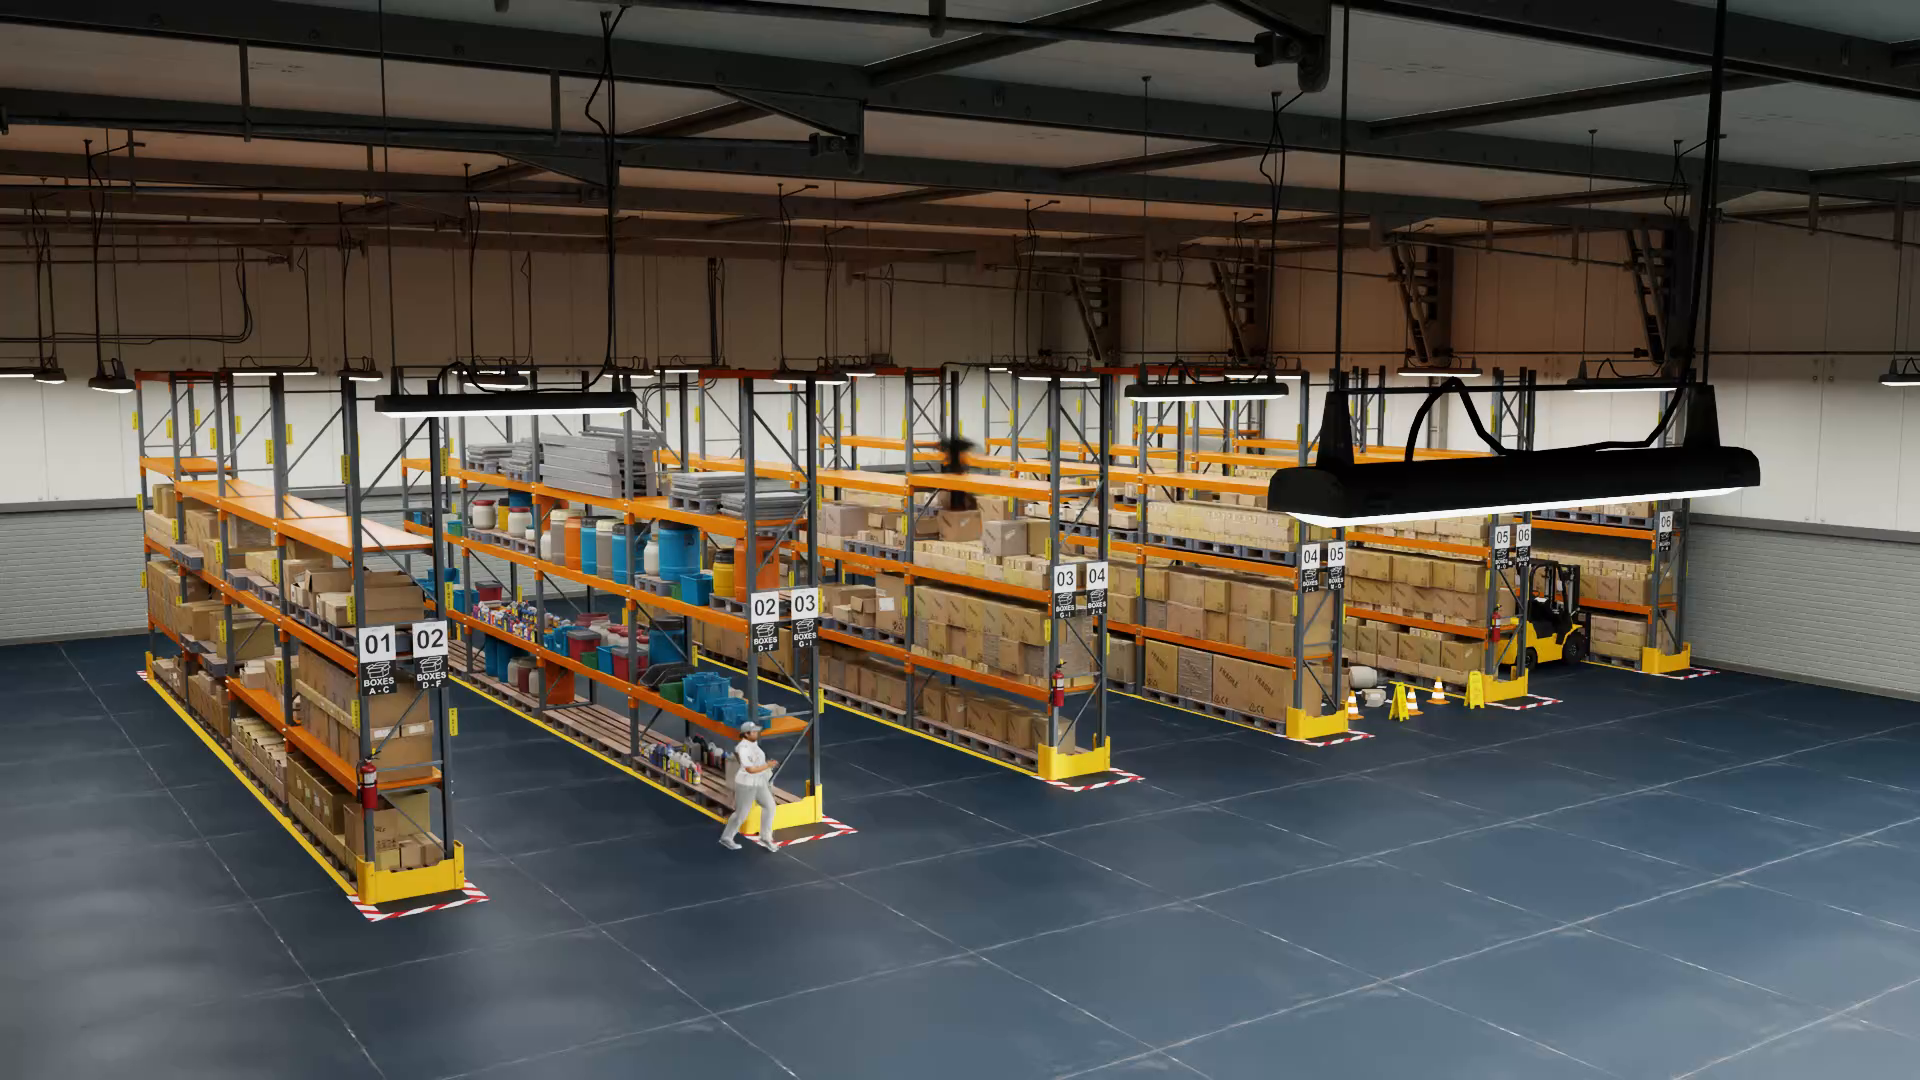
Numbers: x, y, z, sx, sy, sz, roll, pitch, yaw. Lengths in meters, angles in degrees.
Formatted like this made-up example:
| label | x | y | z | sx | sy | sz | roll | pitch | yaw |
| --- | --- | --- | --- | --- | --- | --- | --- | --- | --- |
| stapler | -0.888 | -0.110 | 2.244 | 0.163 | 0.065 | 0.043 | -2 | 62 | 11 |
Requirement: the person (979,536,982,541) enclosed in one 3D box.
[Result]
| label | x | y | z | sx | sy | sz | roll | pitch | yaw |
| --- | --- | --- | --- | --- | --- | --- | --- | --- | --- |
| person | 0.524 | 0.456 | 44.562 | 0.712 | 1.707 | 0.648 | -3 | 7 | -27 |

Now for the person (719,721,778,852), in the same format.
| label | x | y | z | sx | sy | sz | roll | pitch | yaw |
| --- | --- | --- | --- | --- | --- | --- | --- | --- | --- |
| person | -2.670 | 3.137 | 21.040 | 0.759 | 1.722 | 0.559 | 1 | 7 | 12 |
